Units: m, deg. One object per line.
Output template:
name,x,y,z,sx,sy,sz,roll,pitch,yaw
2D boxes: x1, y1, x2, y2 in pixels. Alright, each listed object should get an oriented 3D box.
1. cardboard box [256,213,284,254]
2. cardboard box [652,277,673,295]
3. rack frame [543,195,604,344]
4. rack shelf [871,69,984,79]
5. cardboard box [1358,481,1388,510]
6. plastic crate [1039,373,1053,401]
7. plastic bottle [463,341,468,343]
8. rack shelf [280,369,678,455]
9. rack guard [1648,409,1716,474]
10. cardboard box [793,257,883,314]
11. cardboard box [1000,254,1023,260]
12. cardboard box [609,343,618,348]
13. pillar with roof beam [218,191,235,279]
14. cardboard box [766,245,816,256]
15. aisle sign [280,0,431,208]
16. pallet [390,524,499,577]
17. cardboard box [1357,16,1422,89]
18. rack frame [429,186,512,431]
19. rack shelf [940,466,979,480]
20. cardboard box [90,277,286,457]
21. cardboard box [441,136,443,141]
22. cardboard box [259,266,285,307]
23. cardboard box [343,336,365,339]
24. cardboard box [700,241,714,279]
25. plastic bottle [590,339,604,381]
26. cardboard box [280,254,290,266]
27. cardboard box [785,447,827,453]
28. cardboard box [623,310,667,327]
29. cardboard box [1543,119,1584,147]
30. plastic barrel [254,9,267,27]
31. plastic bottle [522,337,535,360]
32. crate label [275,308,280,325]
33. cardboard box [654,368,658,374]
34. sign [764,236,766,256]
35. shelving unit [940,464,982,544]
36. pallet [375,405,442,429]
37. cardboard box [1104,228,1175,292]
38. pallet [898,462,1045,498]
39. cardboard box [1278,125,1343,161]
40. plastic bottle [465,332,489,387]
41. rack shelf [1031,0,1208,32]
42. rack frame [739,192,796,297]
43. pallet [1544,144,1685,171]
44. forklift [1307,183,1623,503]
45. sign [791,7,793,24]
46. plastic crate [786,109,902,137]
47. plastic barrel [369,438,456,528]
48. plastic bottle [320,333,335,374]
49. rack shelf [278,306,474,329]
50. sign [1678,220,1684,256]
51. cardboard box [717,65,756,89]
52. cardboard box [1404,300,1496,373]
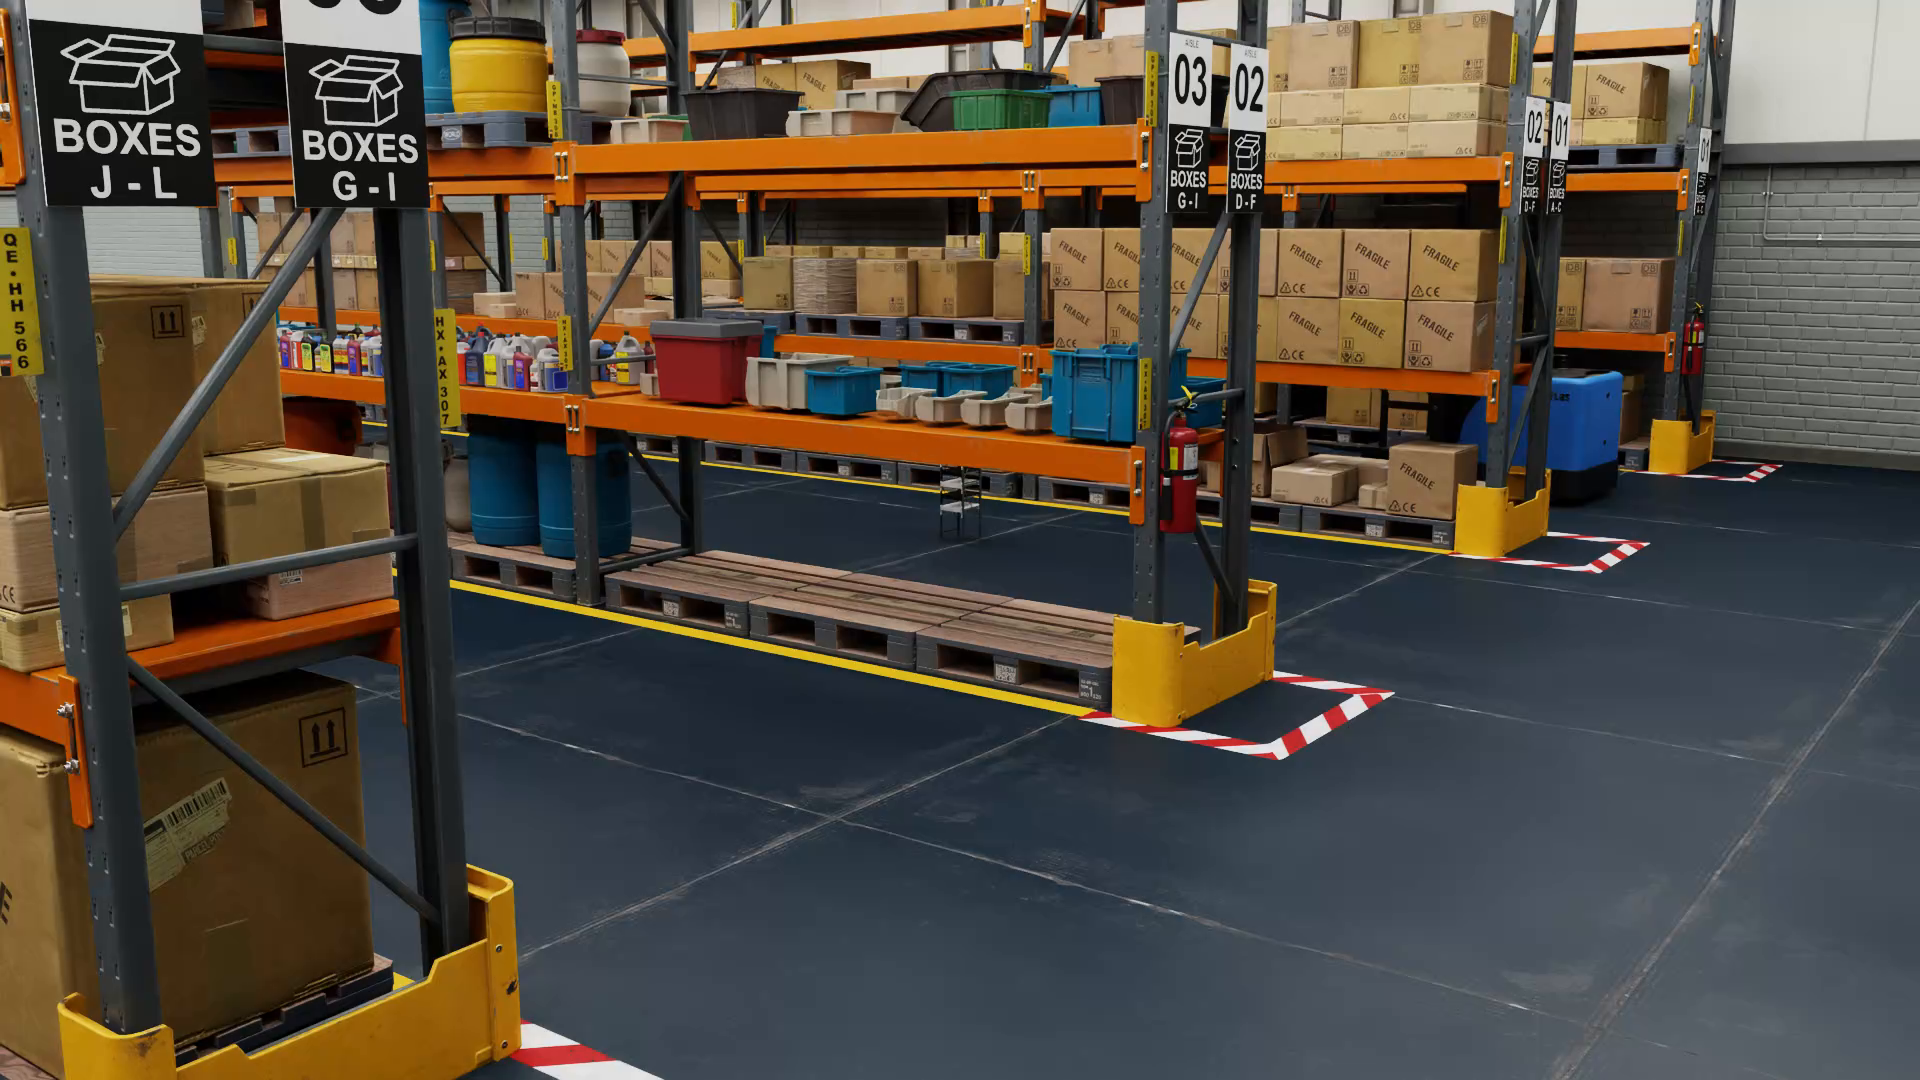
cardboard box,-8.379,-3.865,20.934,0.500,0.500,0.700,8,14,36
cardboard box,-4.010,-3.603,23.601,0.500,0.250,0.500,8,13,35
rack frame,-5.862,-3.999,25.301,0.127,3.000,1.000,8,13,36
rack shelf,-1.026,-5.720,21.351,4.000,0.370,1.077,8,13,36
cardboard box,3.248,-0.349,12.736,0.250,0.166,0.380,8,13,36
plastic crate,0.636,-0.783,8.960,0.300,0.233,0.416,8,13,36
plastic bottle,-3.313,-1.199,11.166,0.097,0.271,0.097,0,11,0
rack shelf,-3.666,-1.004,11.719,4.000,0.370,1.077,8,13,36
rack guard,7.054,-0.970,16.227,0.348,0.500,1.175,8,13,36
cardboard box,-1.144,-2.410,15.721,0.700,0.500,0.500,-10,15,-42
cardboard box,0.826,-3.210,20.128,0.500,0.500,0.500,8,14,37
cardboard box,-5.357,-2.803,25.042,0.500,0.311,0.500,6,13,29
pillar with roof beam,-17.006,-7.688,28.576,0.548,9.000,9.100,8,13,36
cardboard box,-2.248,-3.752,22.603,0.500,0.500,0.700,8,14,36
aisle sign,-1.526,-1.239,4.193,0.004,0.787,0.394,8,13,36
pallet,-3.638,0.006,11.943,1.213,0.211,1.003,8,13,36
cardboard box,3.329,-3.578,12.335,0.500,0.500,0.700,8,13,36
rack frame,-5.567,-2.790,19.055,0.127,3.000,1.000,8,13,36
rack shelf,0.007,-0.497,12.429,0.200,0.077,0.258,8,13,36
cardboard box,-2.391,-0.517,4.942,0.500,0.500,0.500,8,13,34
cardboard box,-5.817,-4.684,19.208,0.500,0.500,0.500,9,14,40
cardboard box,-8.422,-3.234,21.088,0.500,0.500,0.700,8,14,36
cardboard box,-7.283,-2.201,20.168,0.500,0.500,0.500,8,13,36
cardboard box,-3.607,-3.914,23.233,0.500,0.500,0.500,8,13,35
plastic bottle,-2.496,-1.223,11.283,0.135,0.276,0.152,8,13,36
cardboard box,-8.187,-3.473,20.612,0.250,0.149,0.380,8,14,36
cardboard box,-1.318,-1.119,15.840,0.500,0.500,0.500,8,13,35
cardboard box,-3.231,-2.276,17.058,0.250,0.149,0.380,8,13,36
cardboard box,5.867,-3.954,16.200,0.500,0.250,0.500,7,13,33
plastic barrel,-4.822,-3.408,12.115,0.708,0.830,0.600,8,13,36
plastic bottle,-3.038,-1.263,11.488,0.135,0.276,0.152,8,13,36
crate label,-5.918,-1.753,13.600,0.616,0.435,0.502,8,13,36
cardboard box,-3.429,-1.691,18.032,0.500,0.311,0.500,7,13,34
sign,-2.029,-2.954,17.062,0.005,0.325,0.100,8,13,36
shelving unit,0.007,-0.441,12.439,0.210,0.900,0.258,8,13,36
pallet,-6.183,-1.517,19.815,1.213,0.211,1.003,8,13,36
cardboard box,1.511,-2.277,13.505,0.500,0.500,0.500,7,13,34
pallet,0.203,-0.607,15.113,1.213,0.211,1.003,8,13,36
cardboard box,2.728,-2.970,12.480,0.500,0.250,0.500,8,13,36
plastic bottle,-3.137,-1.183,10.875,0.185,0.351,0.144,8,13,36
rack shelf,2.493,-4.256,12.742,4.000,0.370,1.077,8,13,36
rack frame,-2.638,-3.549,22.977,0.127,3.000,1.000,8,13,36
pallet,6.430,-3.711,16.149,1.213,0.211,1.003,8,13,36
forklift,4.318,-1.959,14.940,3.031,2.935,1.130,9,14,39
sign,-2.314,-7.116,22.746,0.005,0.325,0.100,8,13,36
plastic crate,-0.642,-2.221,8.908,0.530,0.136,0.437,8,13,36
plastic barrel,-3.963,-0.425,12.074,0.708,0.588,0.600,8,13,36
plastic bottle,-4.480,-1.327,11.799,0.133,0.283,0.061,8,13,36
rack shelf,-7.179,-2.662,20.285,4.000,0.370,1.077,8,13,36
sign,6.702,-2.803,15.449,0.005,0.325,0.100,8,13,36
cardboard box,-1.995,-4.303,16.082,0.500,0.500,0.500,8,13,36
cardboard box,3.583,-1.499,12.116,0.500,0.500,0.500,8,14,37
